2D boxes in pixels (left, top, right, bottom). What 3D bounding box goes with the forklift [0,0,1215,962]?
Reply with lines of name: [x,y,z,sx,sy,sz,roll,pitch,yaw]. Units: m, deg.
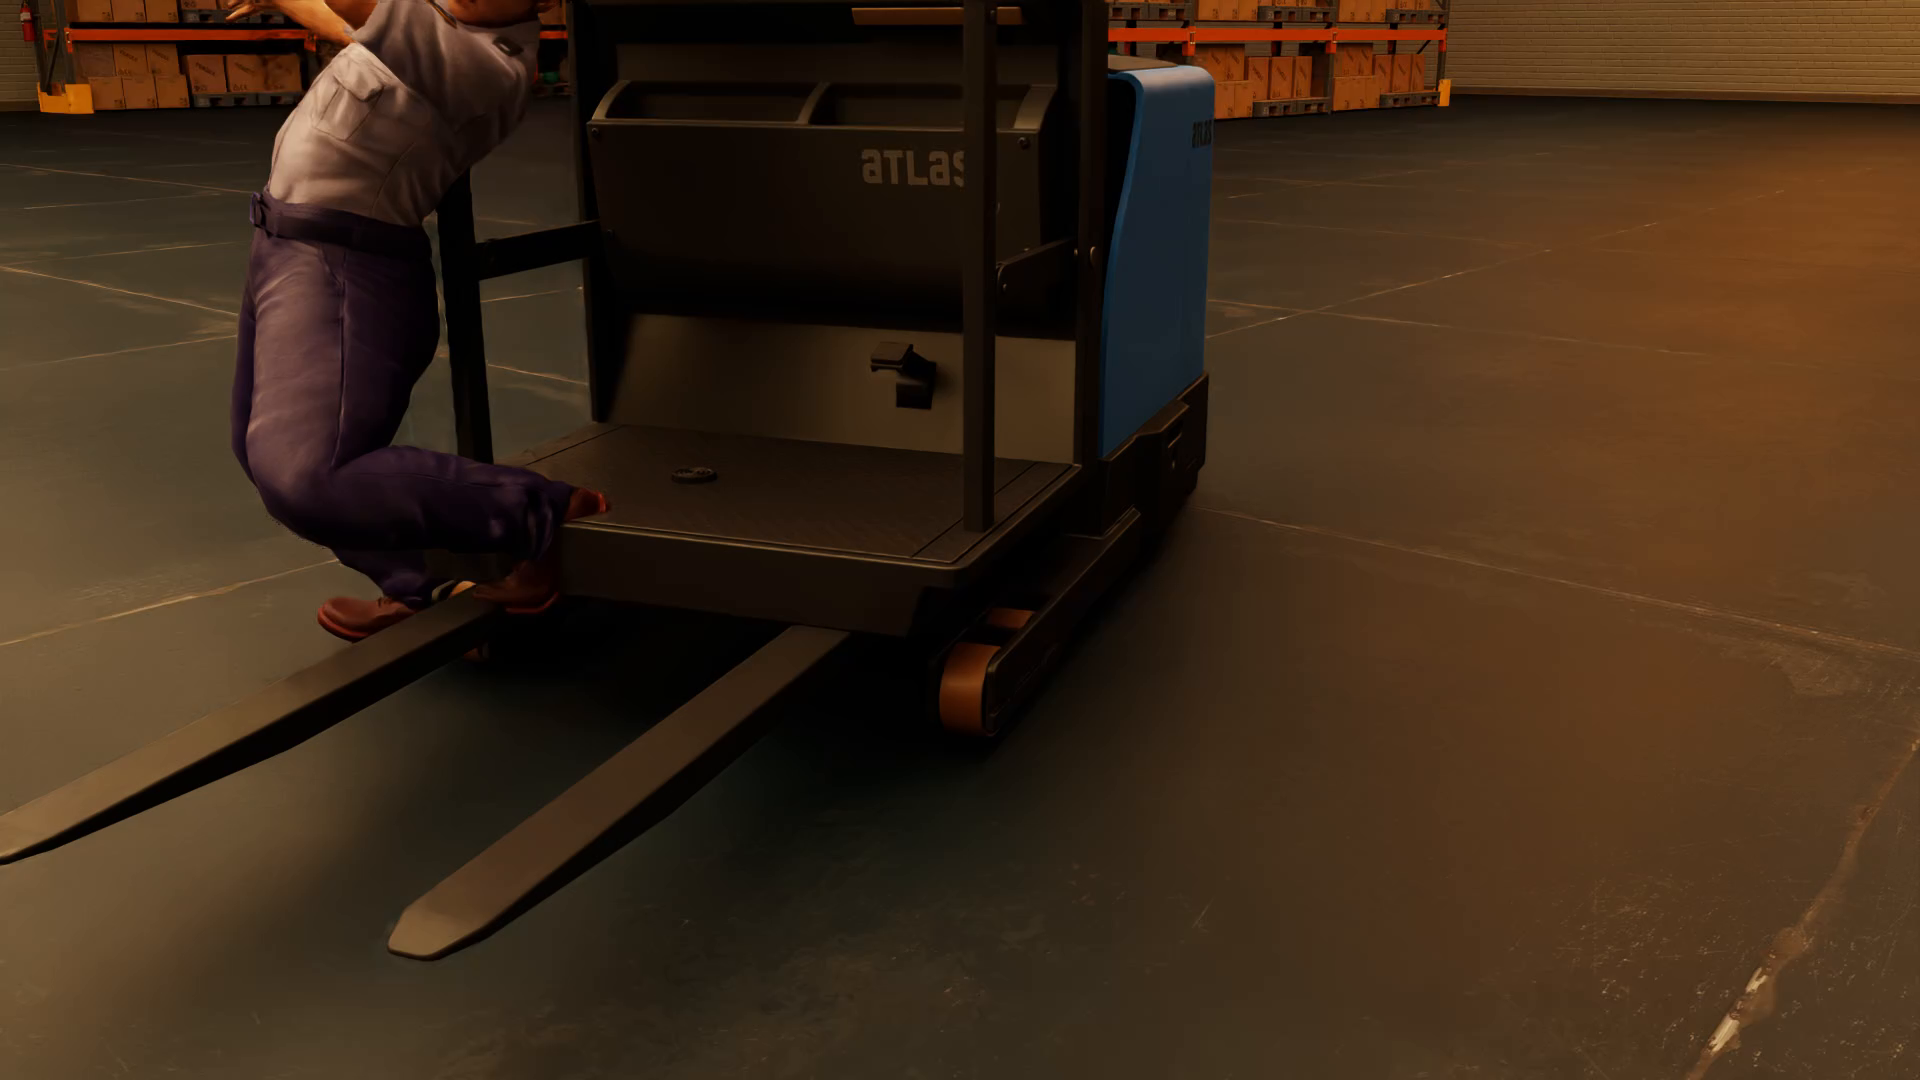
forklift: [-0.342,-1.199,2.845,1.130,2.935,3.031,6,18,19]

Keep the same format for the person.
person: [-1.026,-0.528,2.993,0.629,1.513,1.056,-9,19,-27]
